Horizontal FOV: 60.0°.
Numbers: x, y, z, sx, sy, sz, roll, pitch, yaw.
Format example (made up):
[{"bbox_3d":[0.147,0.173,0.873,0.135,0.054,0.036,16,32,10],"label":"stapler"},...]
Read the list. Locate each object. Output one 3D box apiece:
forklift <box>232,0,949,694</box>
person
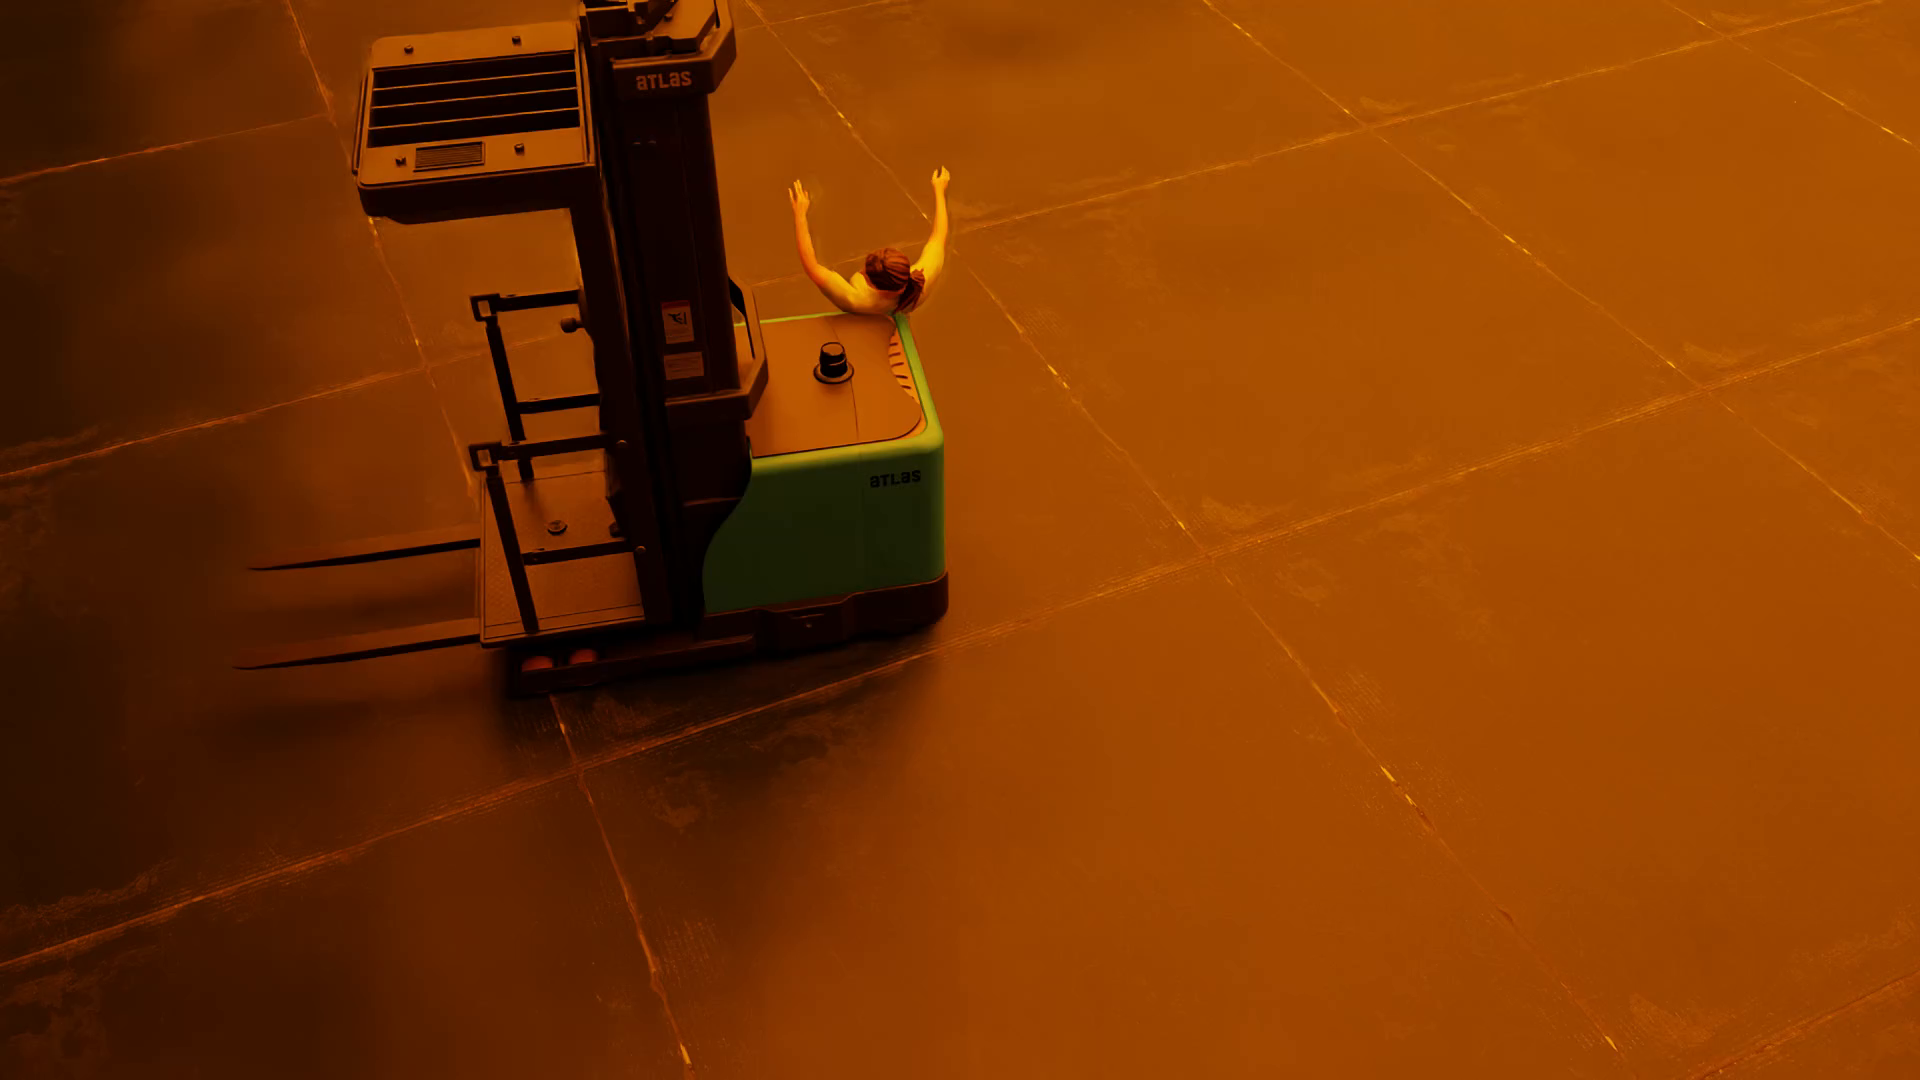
[{"bbox_3d":[-1.621,-0.811,6.549,3.031,2.935,1.130,-8,44,-9],"label":"forklift"},{"bbox_3d":[-0.289,-1.016,7.753,0.946,1.535,0.653,-29,50,-28],"label":"person"}]
